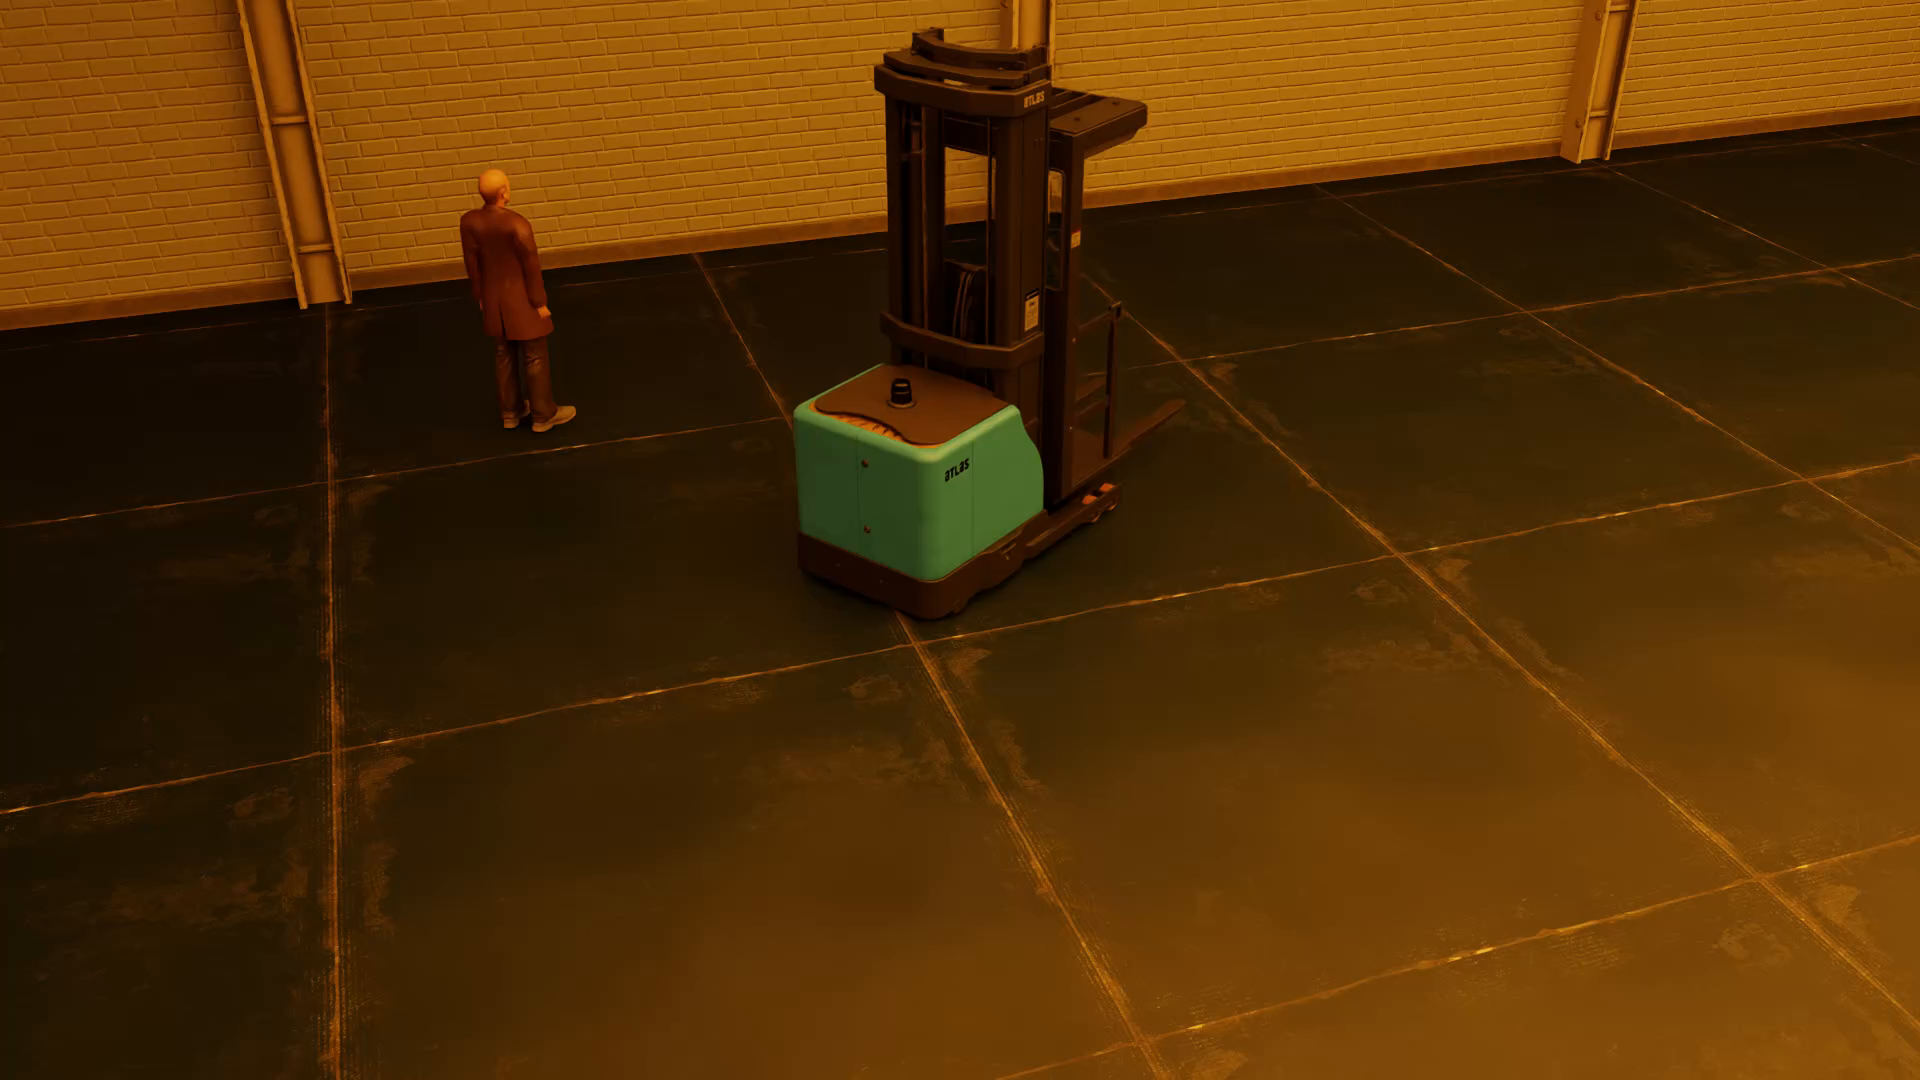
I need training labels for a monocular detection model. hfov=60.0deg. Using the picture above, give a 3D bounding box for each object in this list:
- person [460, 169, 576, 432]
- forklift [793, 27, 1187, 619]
[{"bbox_3d":[-2.947,-1.596,11.013,0.549,1.782,0.385,10,31,17],"label":"person"},{"bbox_3d":[0.352,-1.511,9.714,1.130,2.935,3.031,21,36,32],"label":"forklift"}]
